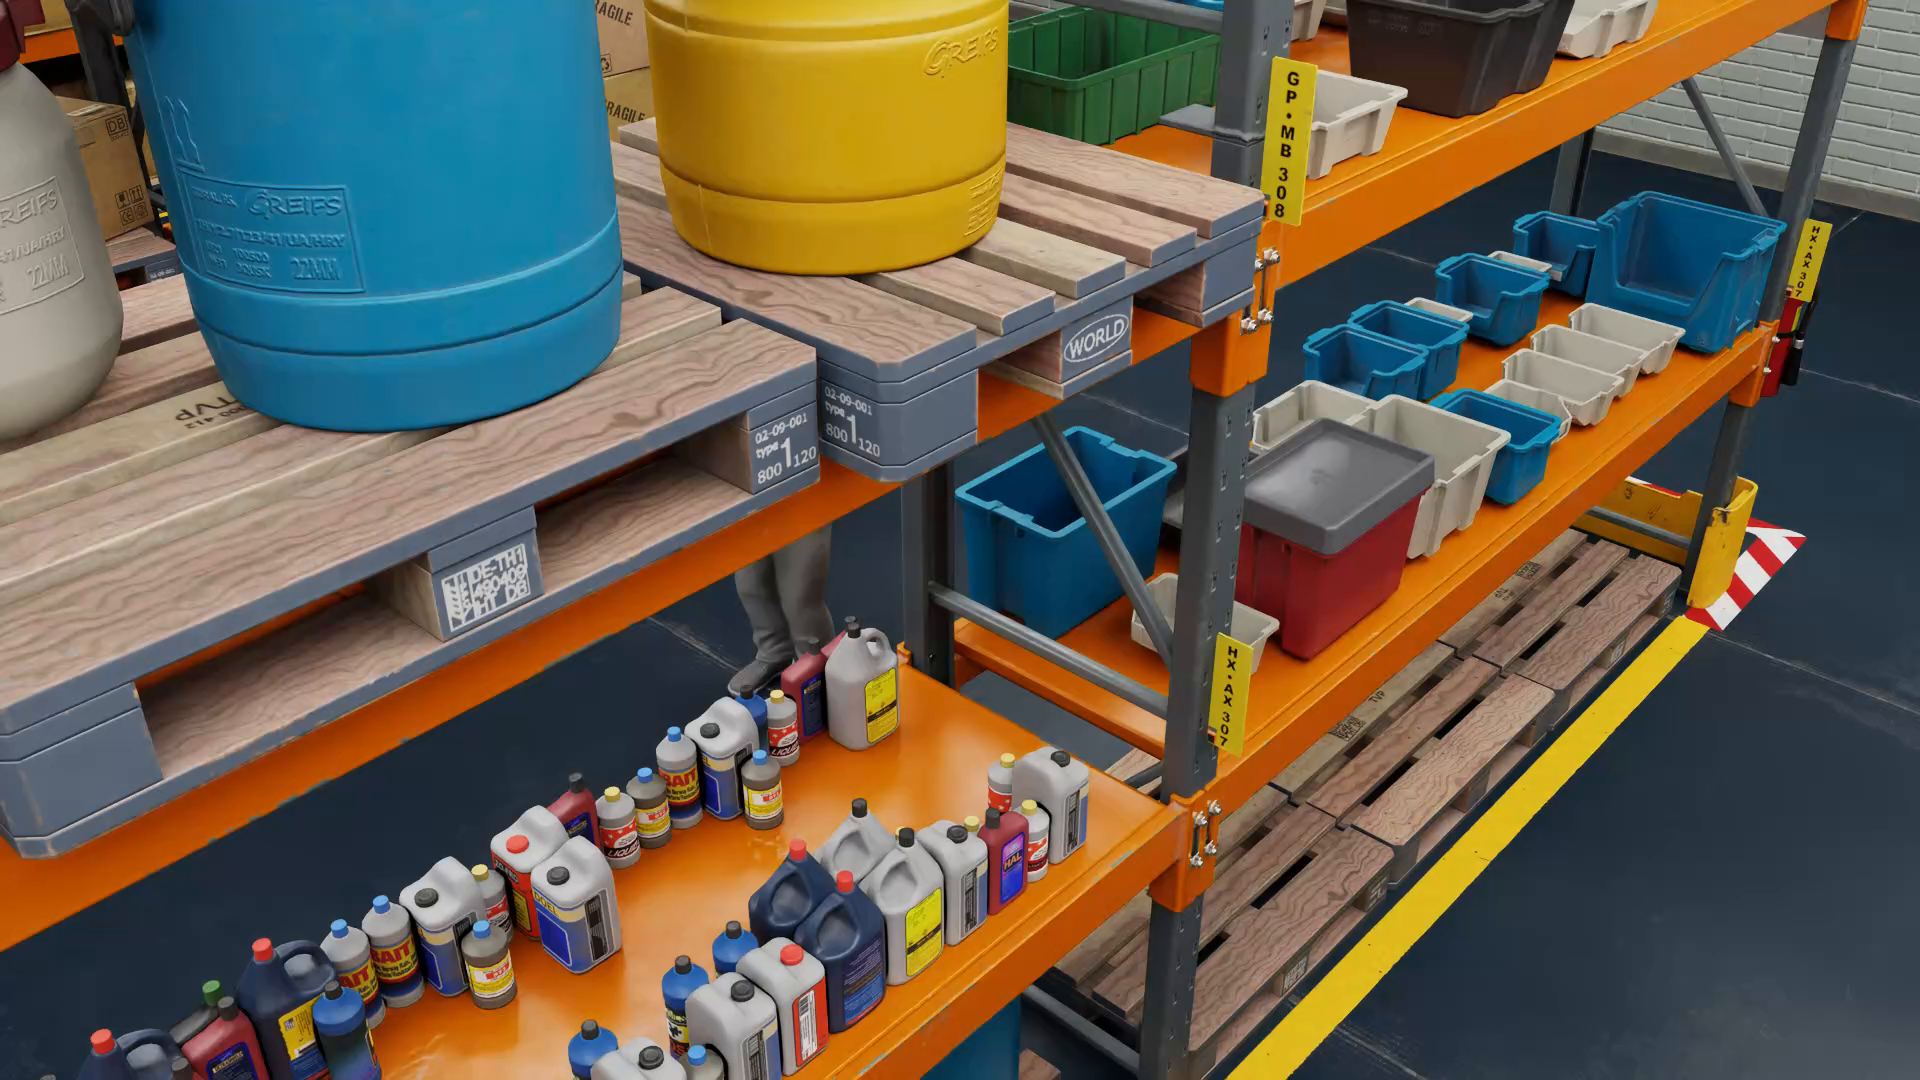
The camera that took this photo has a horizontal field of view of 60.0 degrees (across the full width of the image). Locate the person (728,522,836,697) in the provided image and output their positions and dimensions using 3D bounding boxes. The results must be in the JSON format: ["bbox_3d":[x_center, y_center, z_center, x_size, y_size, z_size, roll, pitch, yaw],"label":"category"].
[{"bbox_3d":[-0.719,-0.112,6.293,0.493,1.768,0.573,25,39,35],"label":"person"}]
